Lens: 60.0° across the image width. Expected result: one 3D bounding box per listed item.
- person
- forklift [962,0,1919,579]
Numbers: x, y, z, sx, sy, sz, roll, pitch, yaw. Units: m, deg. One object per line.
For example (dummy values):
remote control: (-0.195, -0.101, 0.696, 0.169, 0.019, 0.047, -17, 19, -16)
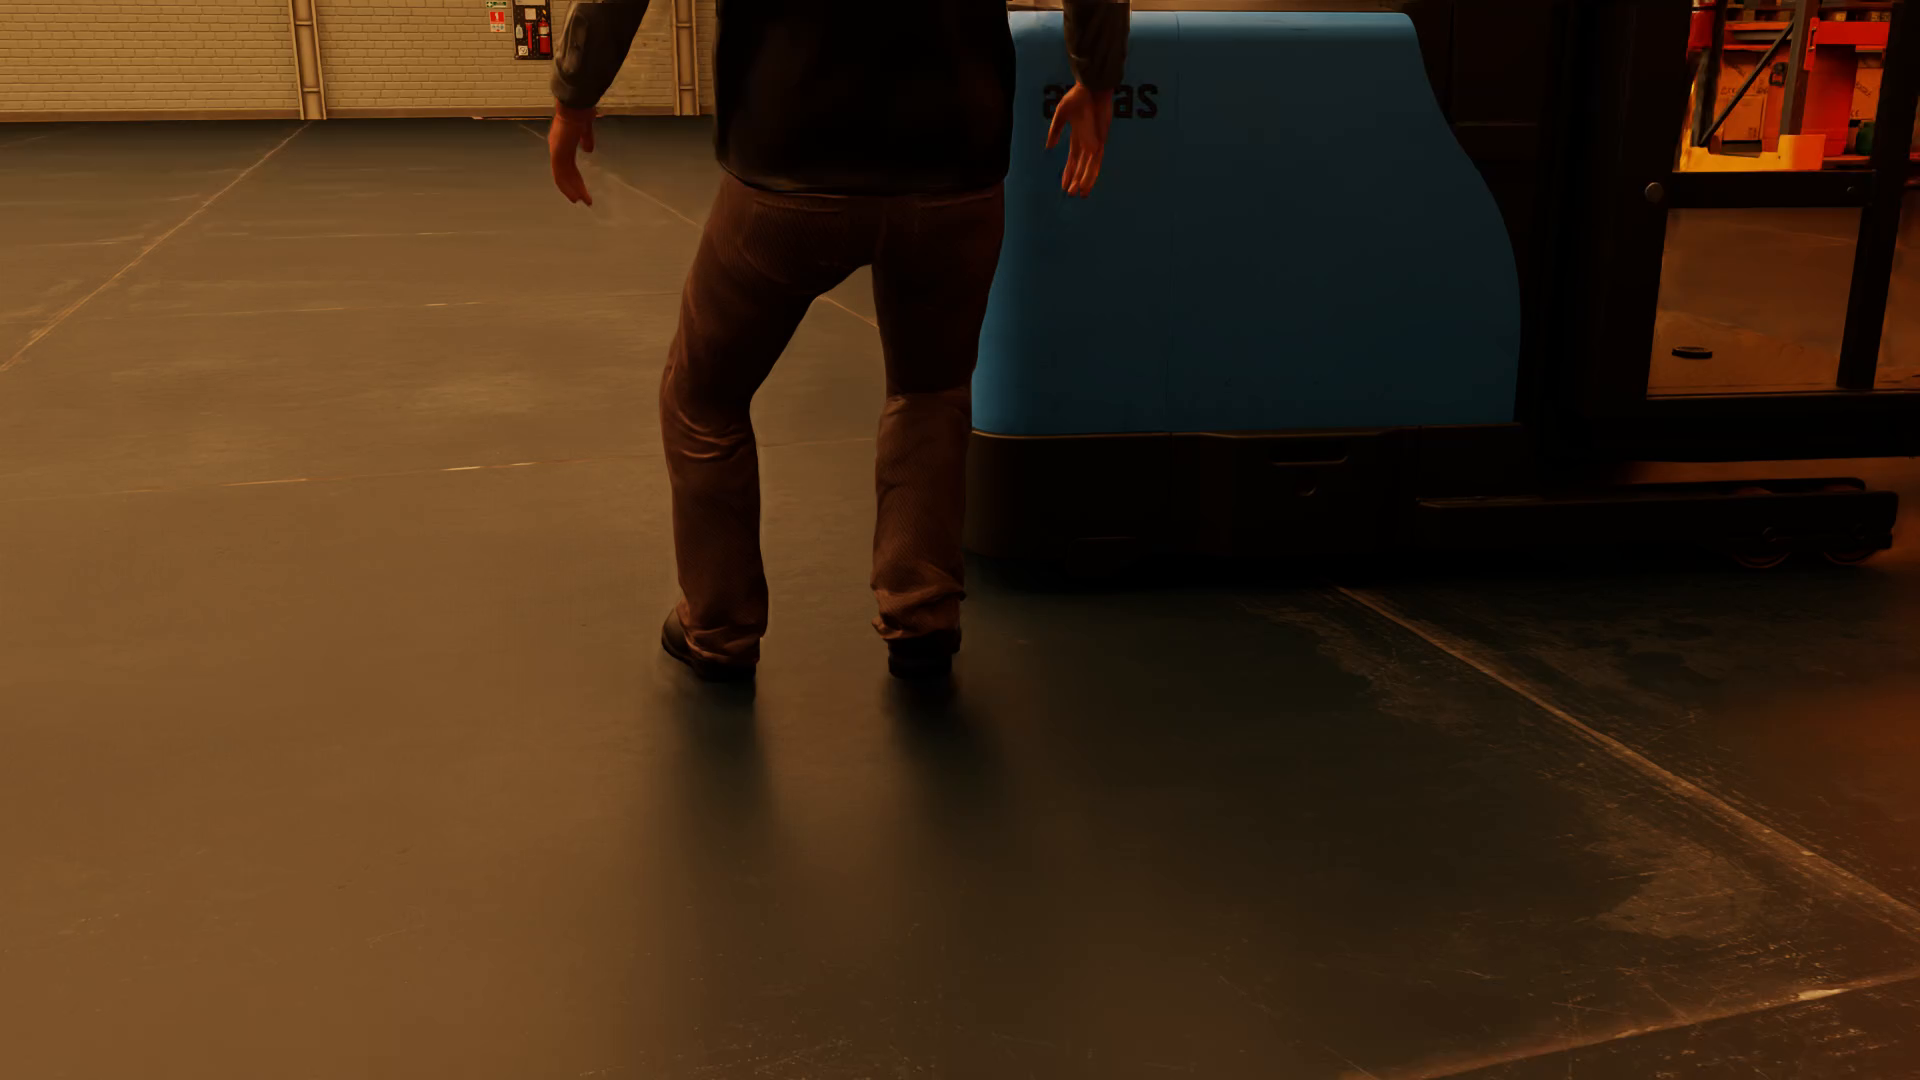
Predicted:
person: (-0.183, -0.561, 2.565, 0.873, 1.682, 0.579, -3, 17, -12)
forklift: (1.463, -1.493, 3.451, 3.031, 2.935, 1.130, -2, 16, -7)
